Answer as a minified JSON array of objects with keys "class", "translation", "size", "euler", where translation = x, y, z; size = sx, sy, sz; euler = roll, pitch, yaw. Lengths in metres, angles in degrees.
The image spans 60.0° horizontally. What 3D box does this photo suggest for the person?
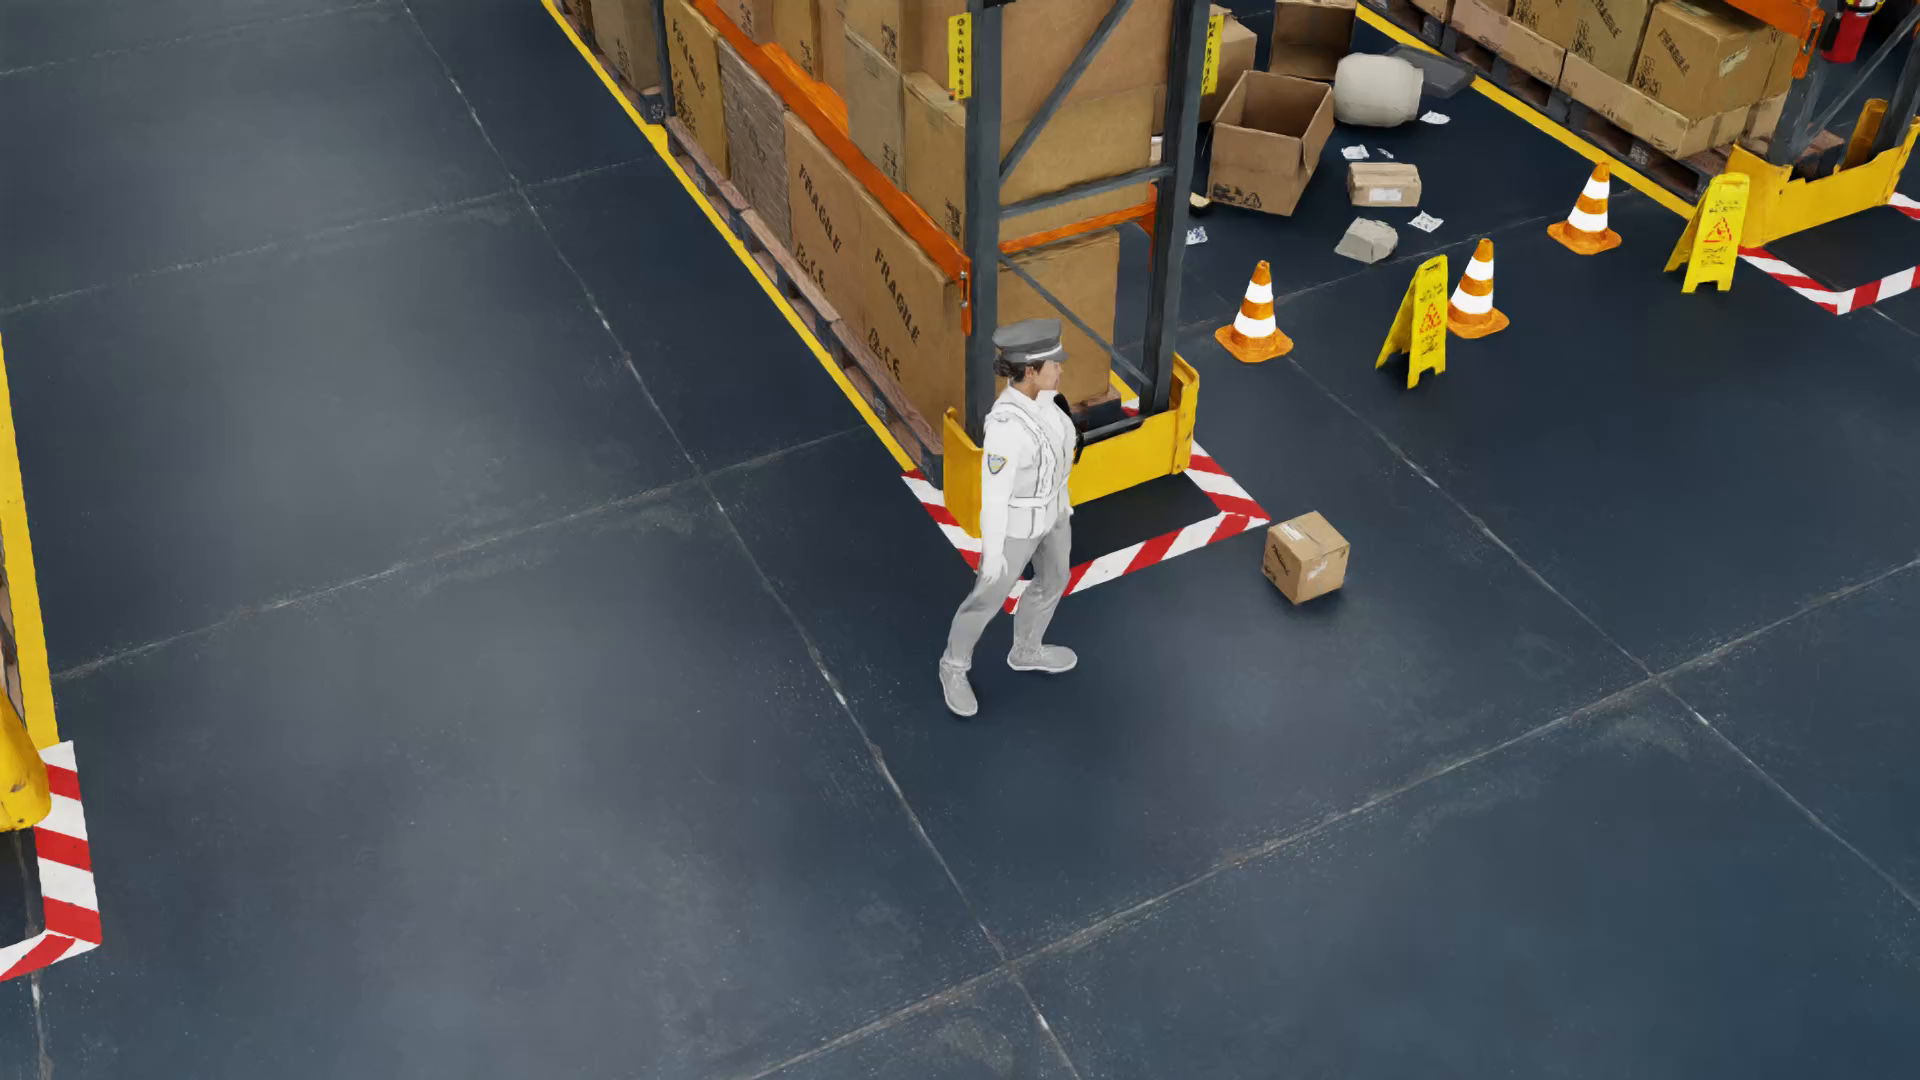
[{"class":"person","translation":[0.182,-0.065,6.232],"size":[0.478,1.666,0.596],"euler":[18,44,19]}]
